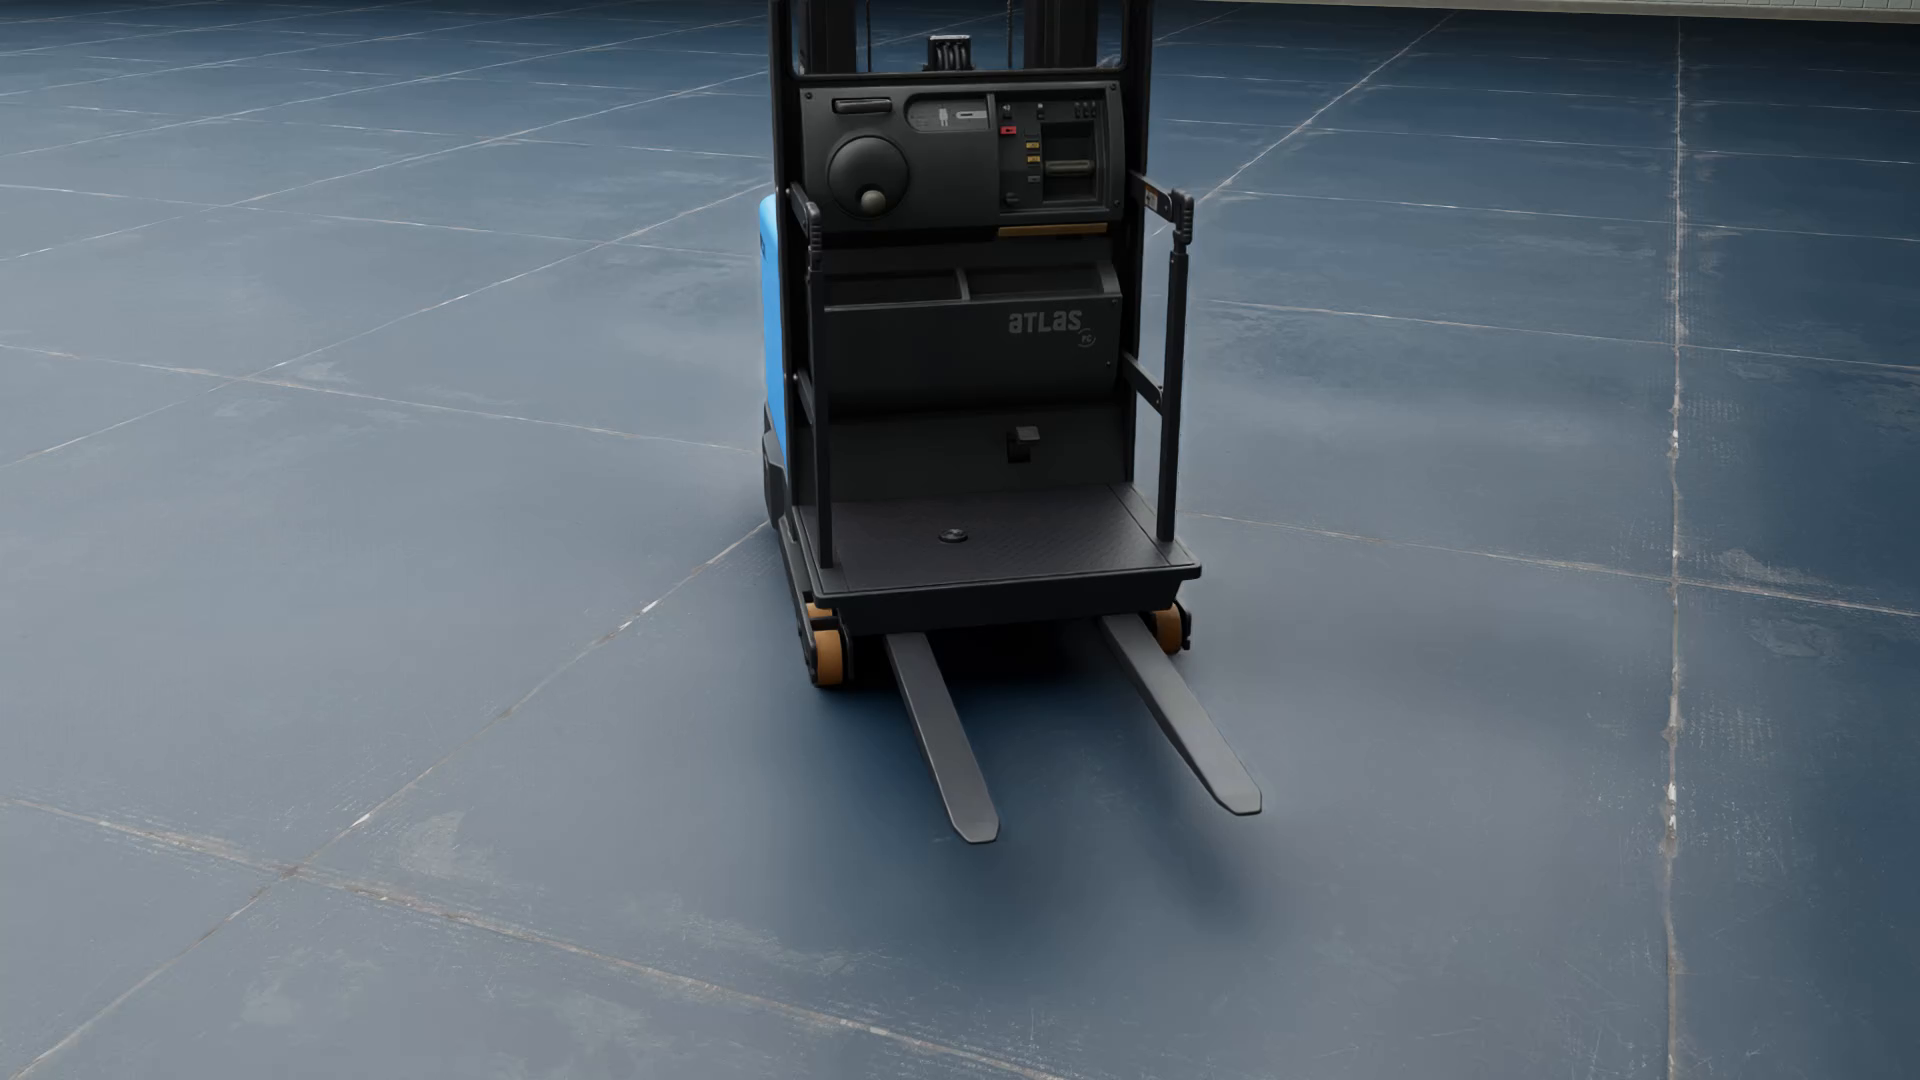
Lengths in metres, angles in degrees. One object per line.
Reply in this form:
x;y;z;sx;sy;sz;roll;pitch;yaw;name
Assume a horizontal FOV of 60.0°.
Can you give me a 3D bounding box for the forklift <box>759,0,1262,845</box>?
0.057;-1.088;4.551;1.130;2.935;3.031;-4;23;-10;forklift
